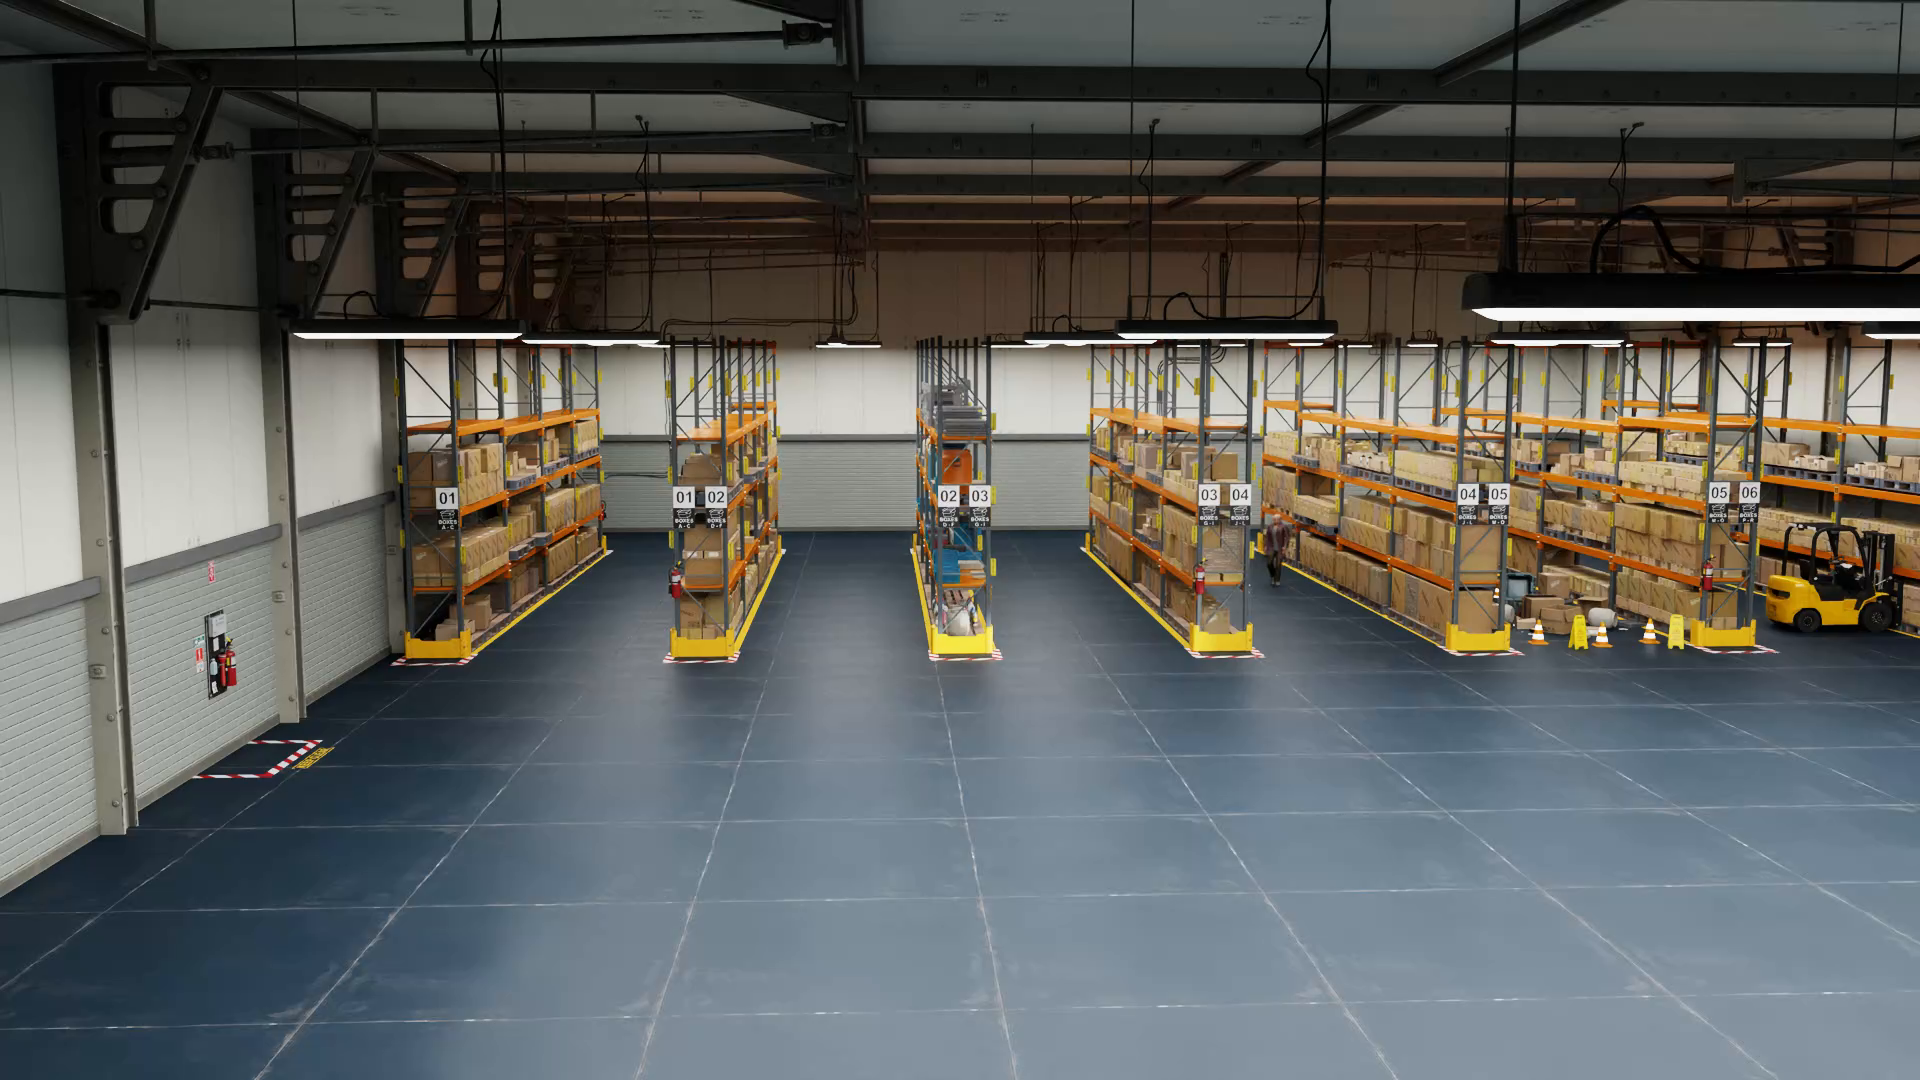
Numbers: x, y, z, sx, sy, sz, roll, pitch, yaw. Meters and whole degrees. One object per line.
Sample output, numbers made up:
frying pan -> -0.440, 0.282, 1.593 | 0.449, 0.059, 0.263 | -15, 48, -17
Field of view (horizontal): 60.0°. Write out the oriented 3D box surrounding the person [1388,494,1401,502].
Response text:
person -> 13.303, -0.894, 51.010 | 0.549, 1.731, 0.452 | -3, 7, -24

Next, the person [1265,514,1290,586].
person -> 7.726, 0.251, 40.503 | 0.603, 1.779, 0.703 | 1, 7, 10
